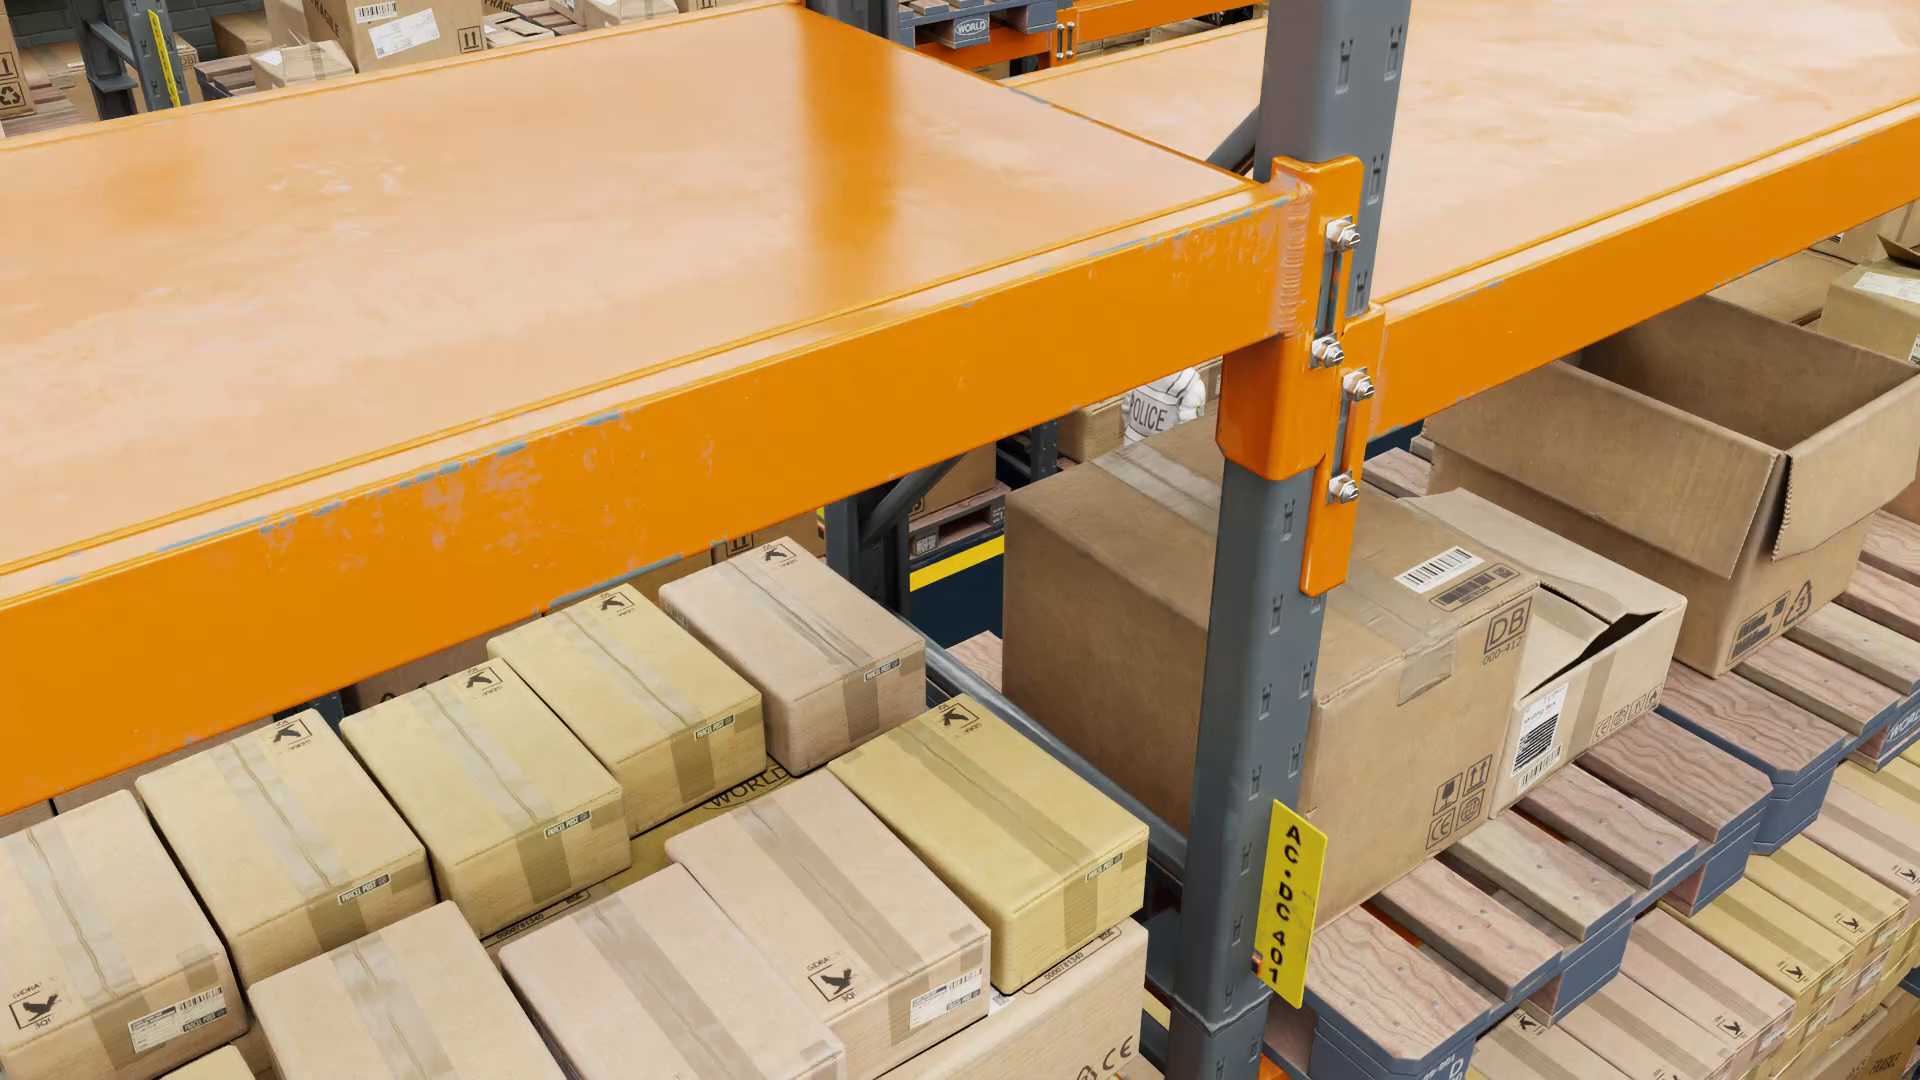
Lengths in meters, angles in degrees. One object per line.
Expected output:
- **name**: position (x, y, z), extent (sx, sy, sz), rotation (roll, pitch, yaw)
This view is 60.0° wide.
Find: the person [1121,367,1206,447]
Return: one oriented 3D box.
- **person**: position (1.008, -0.369, 8.215), extent (0.371, 1.664, 0.529), rotation (-22, 39, -31)
